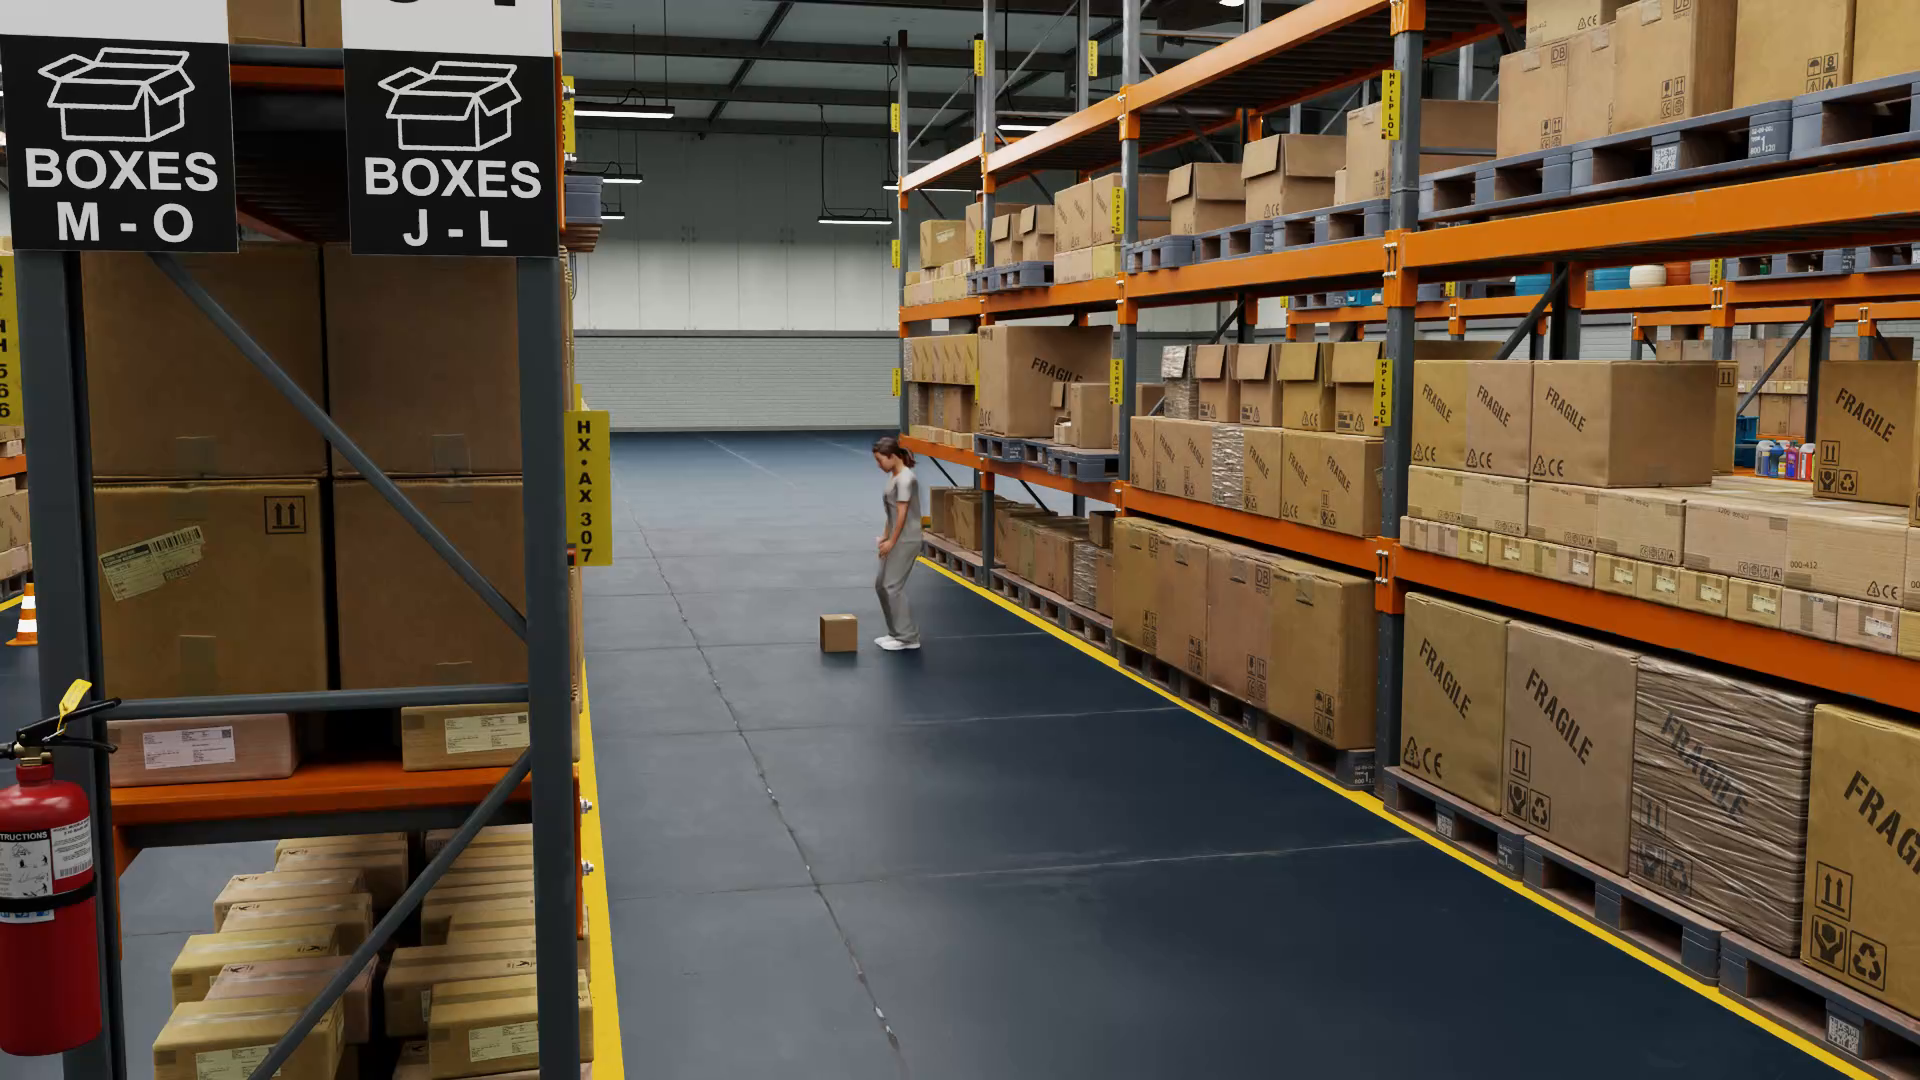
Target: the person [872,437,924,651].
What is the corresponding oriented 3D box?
[{"bbox_3d":[-0.473,0.037,12.704,0.387,1.602,0.461,-1,6,-12],"label":"person"}]
